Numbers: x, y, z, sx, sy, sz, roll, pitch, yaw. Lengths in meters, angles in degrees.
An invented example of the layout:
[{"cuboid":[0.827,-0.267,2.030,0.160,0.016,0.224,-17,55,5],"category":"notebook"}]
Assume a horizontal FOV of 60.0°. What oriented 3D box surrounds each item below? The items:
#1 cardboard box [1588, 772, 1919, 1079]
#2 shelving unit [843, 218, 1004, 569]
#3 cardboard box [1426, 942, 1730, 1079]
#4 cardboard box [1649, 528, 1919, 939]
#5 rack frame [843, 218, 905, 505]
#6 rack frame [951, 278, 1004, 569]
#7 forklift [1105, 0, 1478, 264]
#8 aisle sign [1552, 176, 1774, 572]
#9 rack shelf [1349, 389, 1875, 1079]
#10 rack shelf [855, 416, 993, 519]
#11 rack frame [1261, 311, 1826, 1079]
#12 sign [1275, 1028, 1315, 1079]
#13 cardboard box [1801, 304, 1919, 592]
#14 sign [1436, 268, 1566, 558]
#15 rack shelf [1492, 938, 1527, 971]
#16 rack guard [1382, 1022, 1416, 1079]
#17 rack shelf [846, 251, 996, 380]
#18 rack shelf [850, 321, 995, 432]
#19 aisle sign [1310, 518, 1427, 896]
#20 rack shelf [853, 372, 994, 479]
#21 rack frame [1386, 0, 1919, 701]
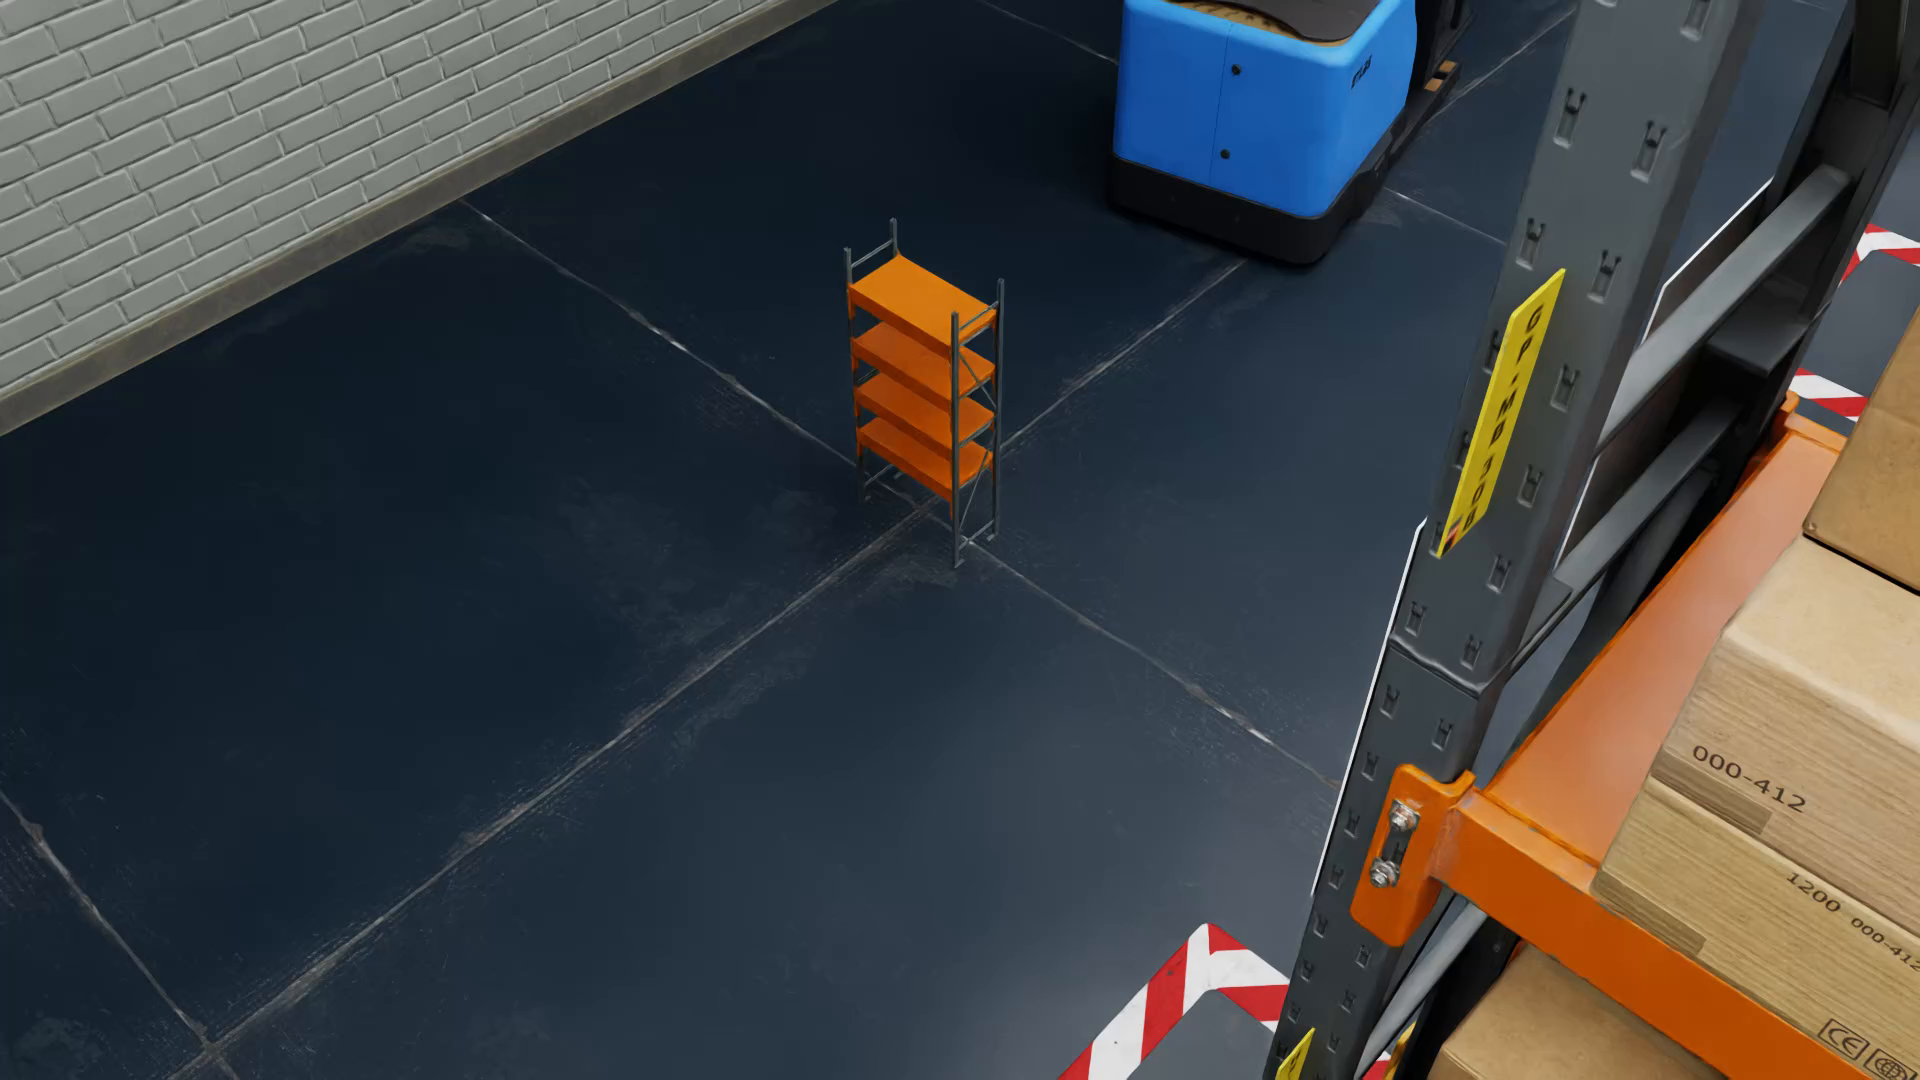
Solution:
[{"cuboid":[1.107,0.332,1.926,0.500,0.250,0.500,34,55,28],"category":"cardboard box"},{"cuboid":[-0.122,-0.493,5.889,0.503,1.200,0.258,34,55,28],"category":"shelving unit"},{"cuboid":[1.049,0.901,2.592,0.500,0.500,0.500,36,56,29],"category":"cardboard box"},{"cuboid":[1.103,0.164,1.741,0.500,0.250,0.500,34,55,28],"category":"cardboard box"},{"cuboid":[-0.301,-0.613,6.003,0.015,1.200,0.240,34,55,28],"category":"rack frame"},{"cuboid":[0.058,-0.372,5.776,0.015,1.200,0.240,34,55,28],"category":"rack frame"},{"cuboid":[1.854,-3.279,7.318,1.130,2.935,3.031,23,51,20],"category":"forklift"},{"cuboid":[1.059,-0.171,2.570,0.004,0.787,0.394,34,55,28],"category":"aisle sign"},{"cuboid":[2.371,1.125,1.572,4.000,0.370,1.077,34,55,28],"category":"rack shelf"},{"cuboid":[-0.122,-0.311,6.083,0.480,0.148,0.258,34,55,28],"category":"rack shelf"},{"cuboid":[0.902,0.917,3.332,0.127,3.000,1.000,34,55,28],"category":"rack frame"},{"cuboid":[0.534,0.911,2.743,0.005,0.325,0.100,34,55,28],"category":"sign"},{"cuboid":[1.290,-0.241,1.607,0.500,0.500,0.700,34,55,28],"category":"cardboard box"},{"cuboid":[0.534,-0.118,1.646,0.005,0.325,0.100,34,55,28],"category":"sign"},{"cuboid":[2.371,2.152,2.665,4.000,0.370,1.077,34,55,28],"category":"rack shelf"},{"cuboid":[0.957,1.810,4.208,0.348,0.500,1.175,34,55,28],"category":"rack guard"},{"cuboid":[-0.122,-0.762,5.603,0.480,0.148,0.258,34,55,28],"category":"rack shelf"},{"cuboid":[-0.122,-0.600,5.775,0.480,0.148,0.258,34,55,28],"category":"rack shelf"},{"cuboid":[0.652,0.151,2.268,0.004,0.787,0.394,34,55,28],"category":"aisle sign"},{"cuboid":[-0.122,-0.446,5.938,0.480,0.148,0.258,34,55,28],"category":"rack shelf"},{"cuboid":[0.902,-1.137,1.145,0.127,3.000,1.000,34,55,28],"category":"rack frame"}]
